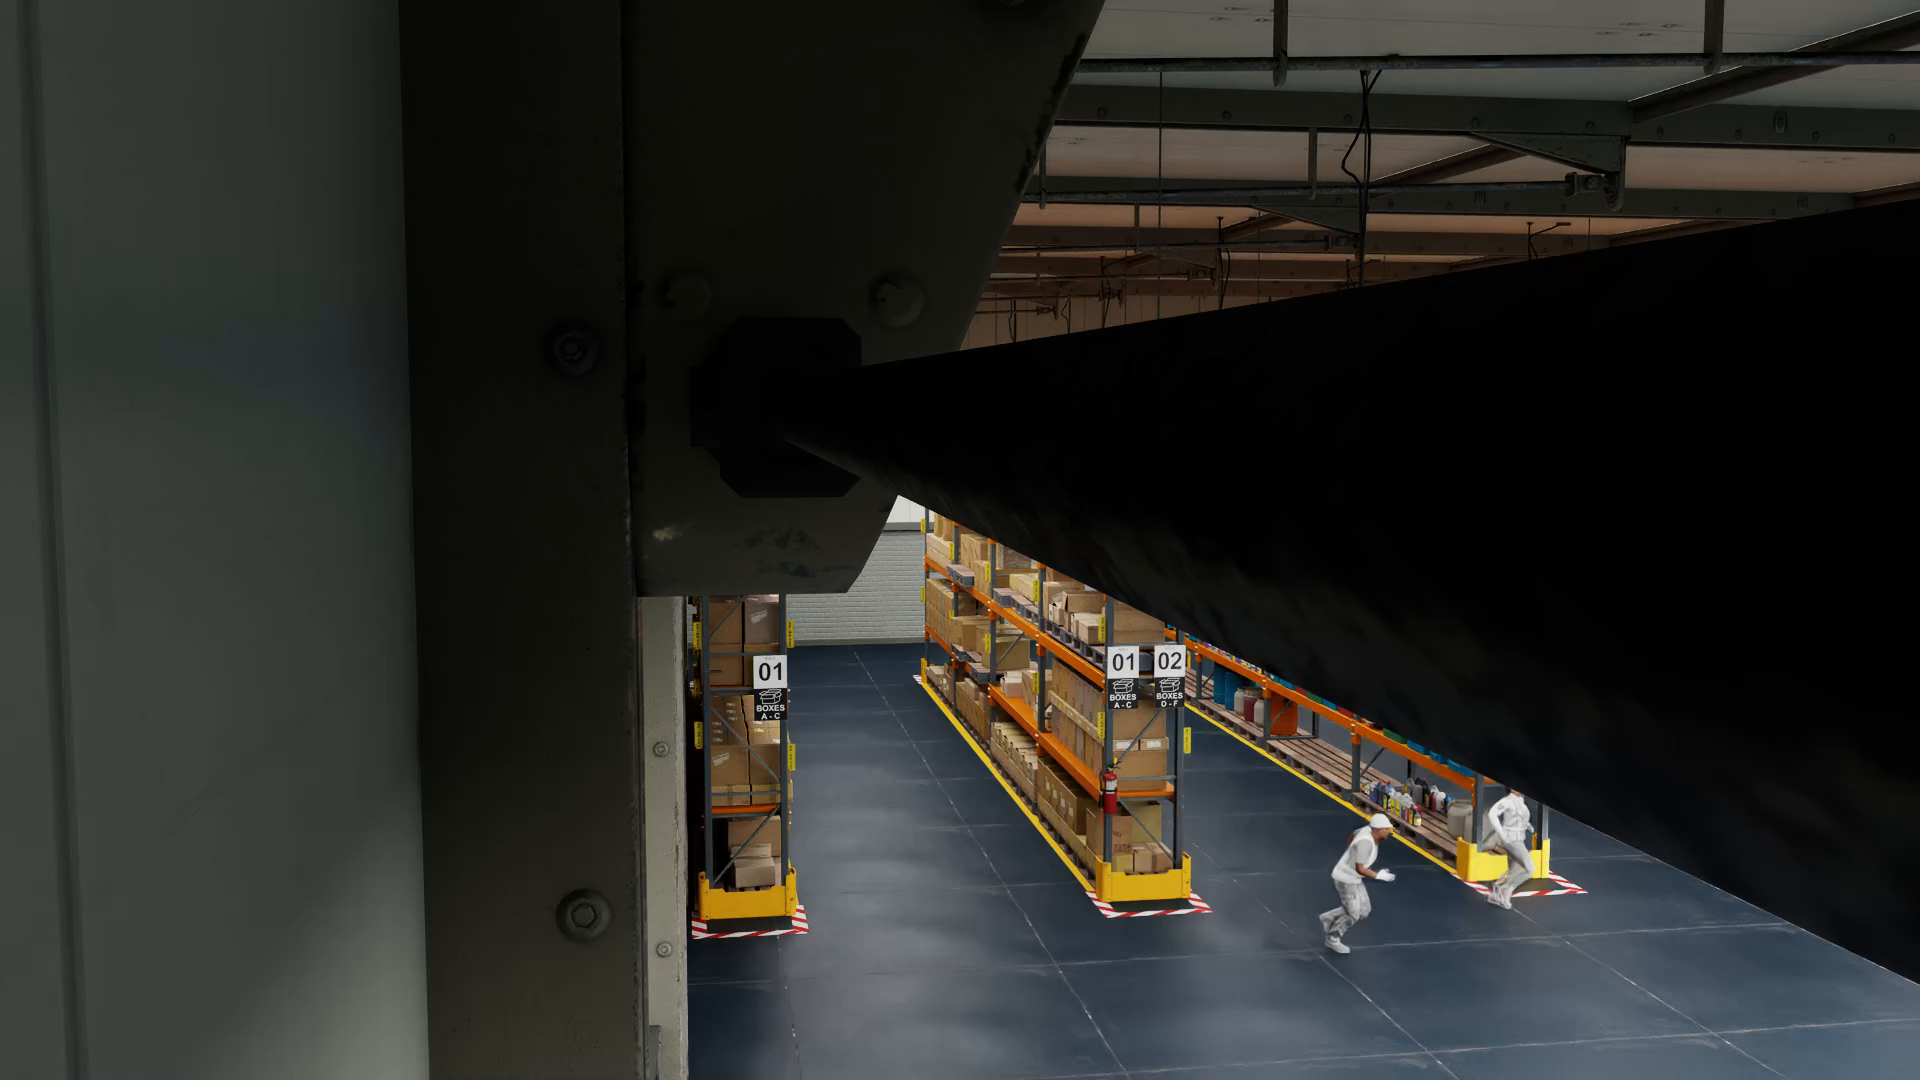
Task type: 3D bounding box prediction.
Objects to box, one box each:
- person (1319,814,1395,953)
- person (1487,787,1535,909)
[{"bbox_3d":[4.515,3.874,18.876,0.847,1.617,0.704,2,5,21],"label":"person"},{"bbox_3d":[6.833,3.698,20.477,0.568,1.646,0.617,3,6,32],"label":"person"}]
